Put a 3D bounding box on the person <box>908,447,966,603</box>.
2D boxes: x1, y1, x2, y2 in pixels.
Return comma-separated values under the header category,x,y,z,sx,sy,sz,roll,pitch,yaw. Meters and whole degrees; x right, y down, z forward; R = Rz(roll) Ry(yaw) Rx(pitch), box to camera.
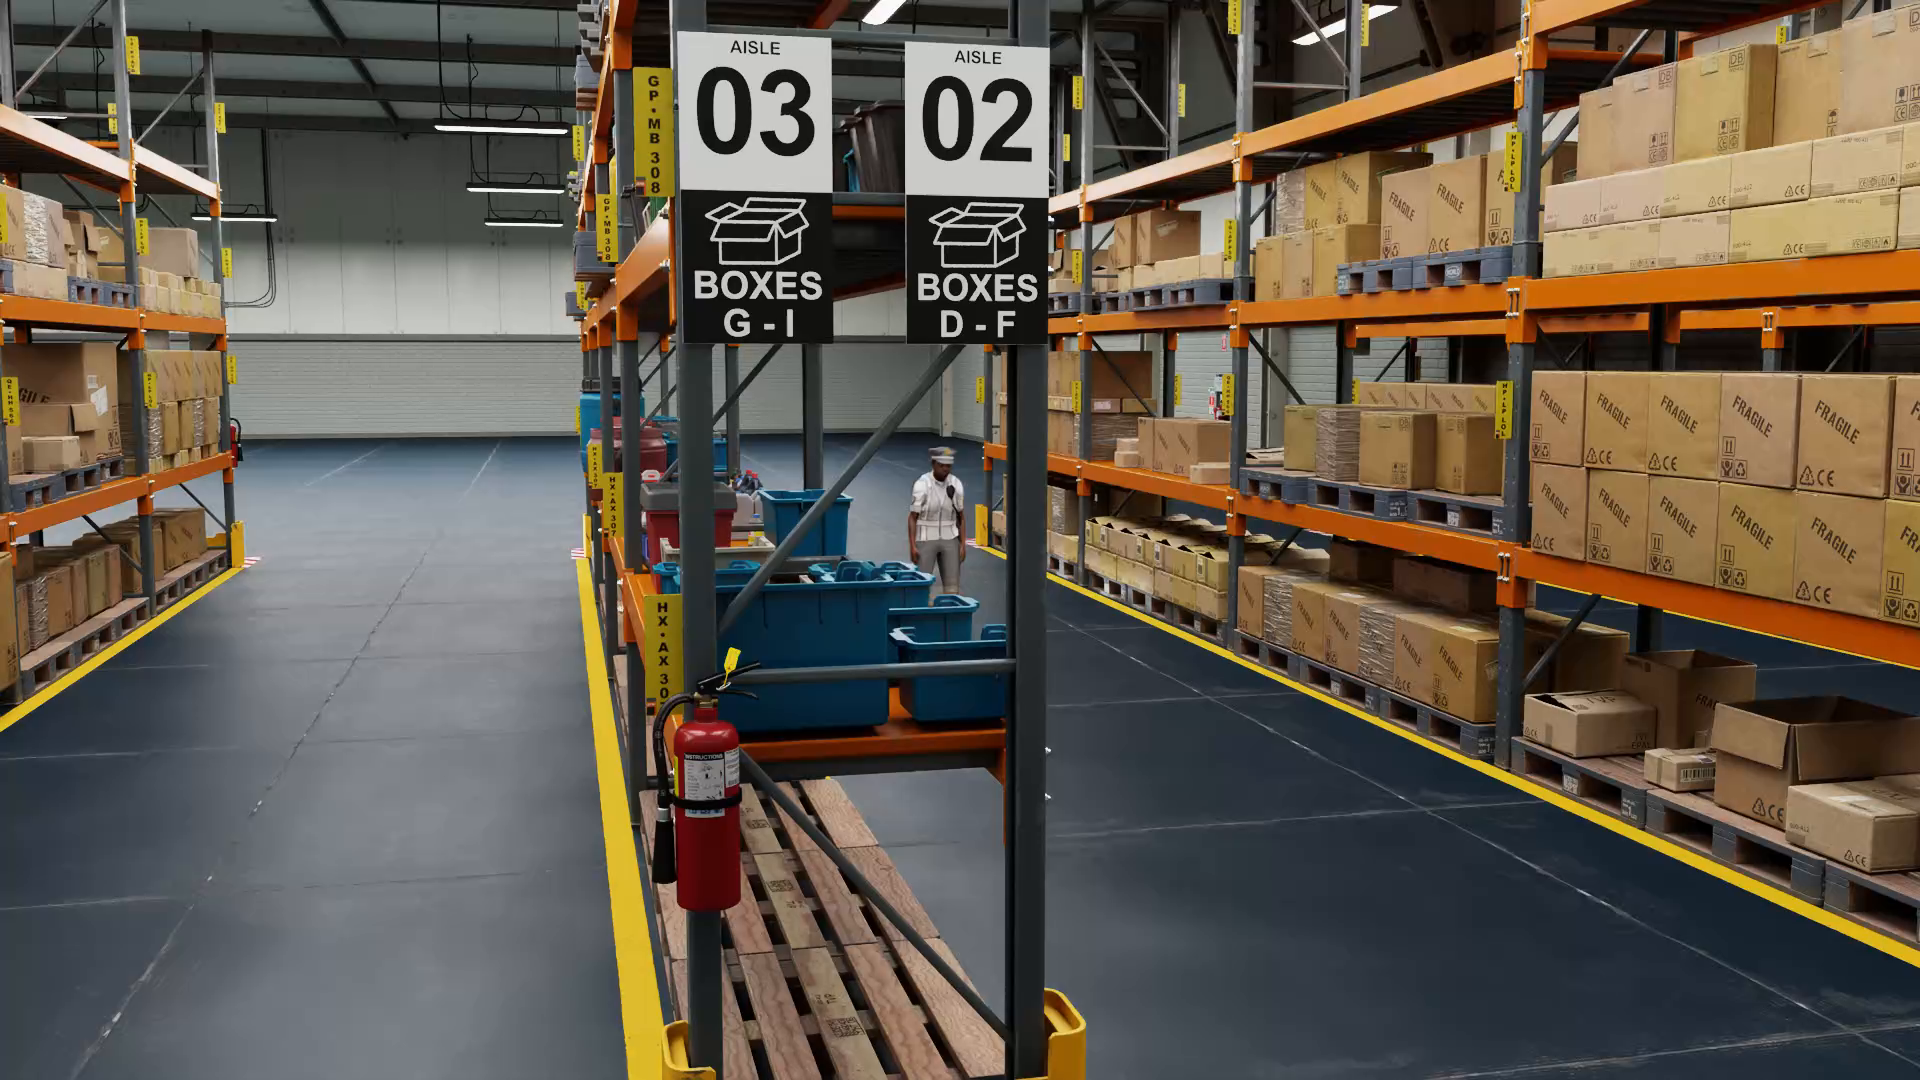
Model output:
category,x,y,z,sx,sy,sz,roll,pitch,yaw
person,-0.190,0.061,13.641,0.512,1.656,0.394,-2,6,-16
